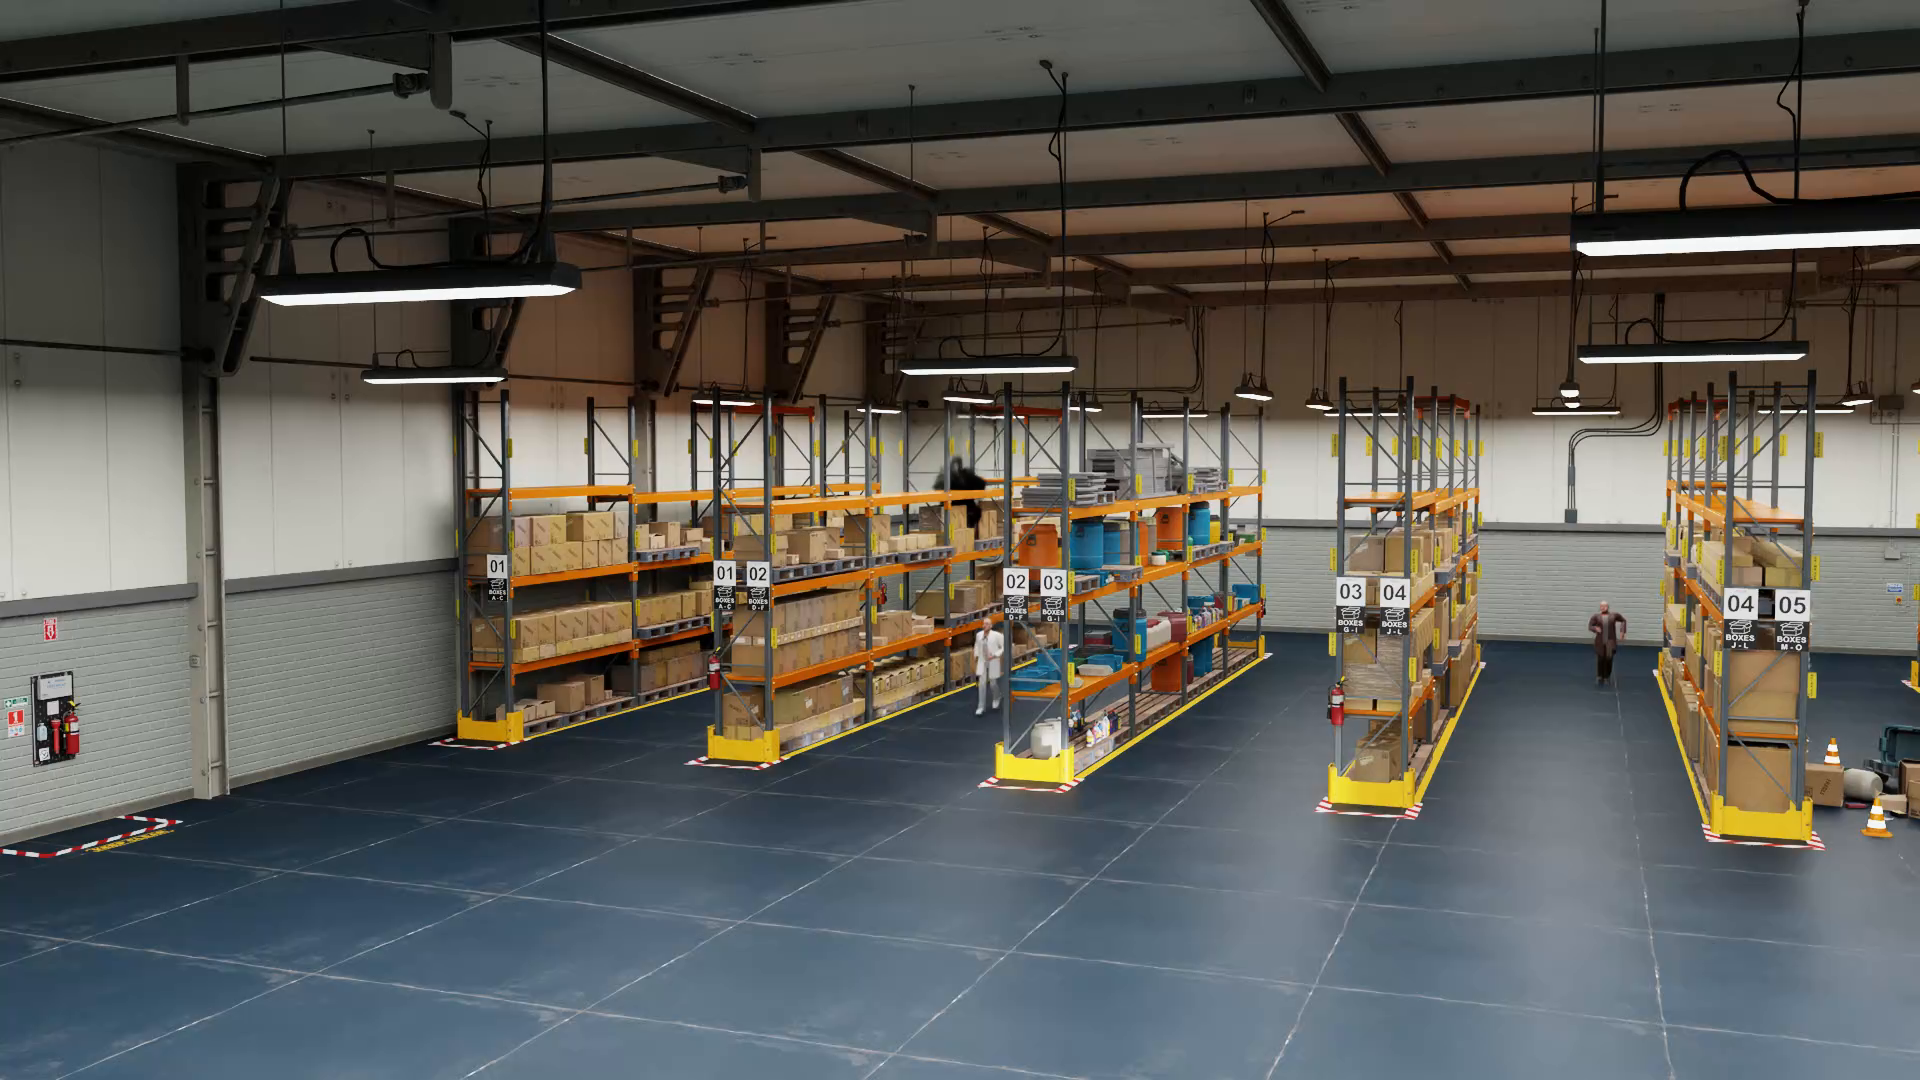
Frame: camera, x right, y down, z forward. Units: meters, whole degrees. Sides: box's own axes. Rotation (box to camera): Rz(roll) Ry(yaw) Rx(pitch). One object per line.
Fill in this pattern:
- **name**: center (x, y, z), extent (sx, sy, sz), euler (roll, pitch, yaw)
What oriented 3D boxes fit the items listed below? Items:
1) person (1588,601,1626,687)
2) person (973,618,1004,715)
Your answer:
- **person**: center (13.646, 2.184, 35.095), extent (0.732, 1.800, 0.956), euler (2, 4, 28)
- **person**: center (0.564, 2.354, 31.311), extent (0.713, 1.774, 1.002), euler (1, 3, 20)
